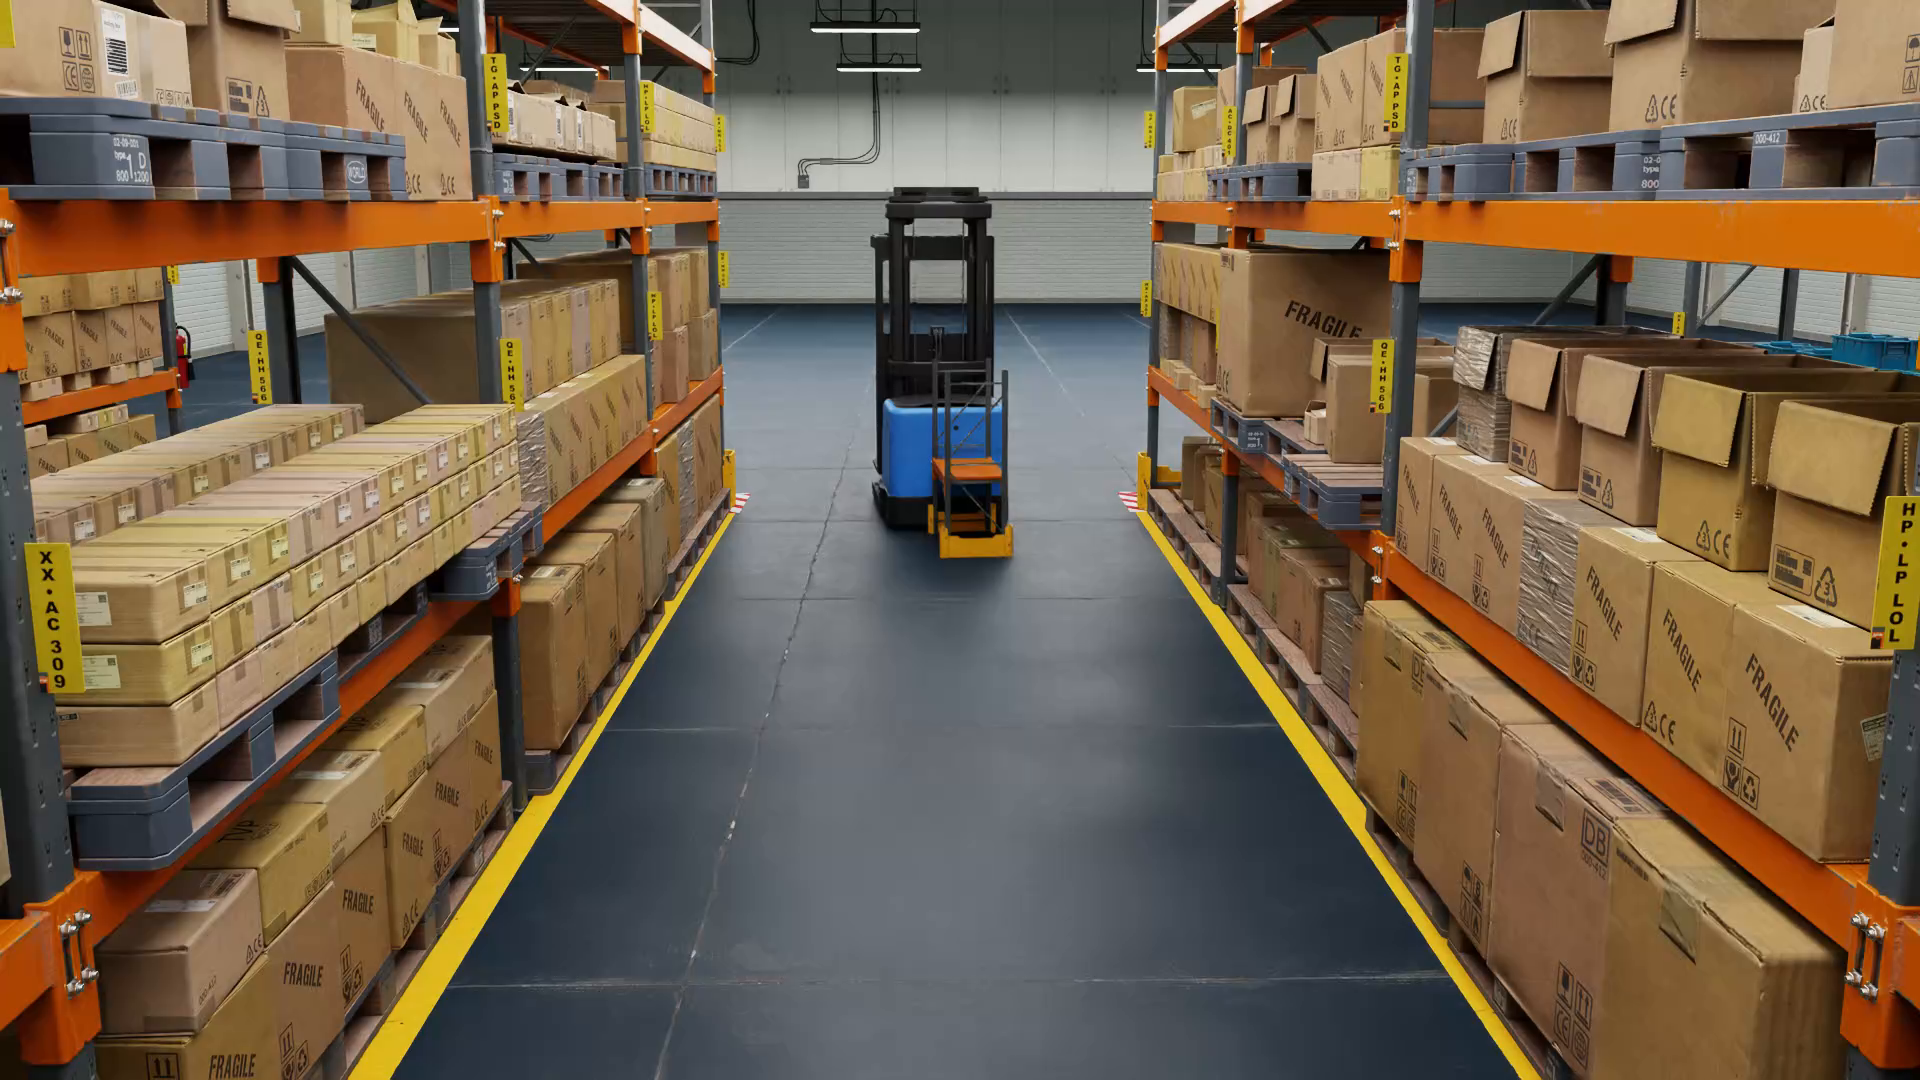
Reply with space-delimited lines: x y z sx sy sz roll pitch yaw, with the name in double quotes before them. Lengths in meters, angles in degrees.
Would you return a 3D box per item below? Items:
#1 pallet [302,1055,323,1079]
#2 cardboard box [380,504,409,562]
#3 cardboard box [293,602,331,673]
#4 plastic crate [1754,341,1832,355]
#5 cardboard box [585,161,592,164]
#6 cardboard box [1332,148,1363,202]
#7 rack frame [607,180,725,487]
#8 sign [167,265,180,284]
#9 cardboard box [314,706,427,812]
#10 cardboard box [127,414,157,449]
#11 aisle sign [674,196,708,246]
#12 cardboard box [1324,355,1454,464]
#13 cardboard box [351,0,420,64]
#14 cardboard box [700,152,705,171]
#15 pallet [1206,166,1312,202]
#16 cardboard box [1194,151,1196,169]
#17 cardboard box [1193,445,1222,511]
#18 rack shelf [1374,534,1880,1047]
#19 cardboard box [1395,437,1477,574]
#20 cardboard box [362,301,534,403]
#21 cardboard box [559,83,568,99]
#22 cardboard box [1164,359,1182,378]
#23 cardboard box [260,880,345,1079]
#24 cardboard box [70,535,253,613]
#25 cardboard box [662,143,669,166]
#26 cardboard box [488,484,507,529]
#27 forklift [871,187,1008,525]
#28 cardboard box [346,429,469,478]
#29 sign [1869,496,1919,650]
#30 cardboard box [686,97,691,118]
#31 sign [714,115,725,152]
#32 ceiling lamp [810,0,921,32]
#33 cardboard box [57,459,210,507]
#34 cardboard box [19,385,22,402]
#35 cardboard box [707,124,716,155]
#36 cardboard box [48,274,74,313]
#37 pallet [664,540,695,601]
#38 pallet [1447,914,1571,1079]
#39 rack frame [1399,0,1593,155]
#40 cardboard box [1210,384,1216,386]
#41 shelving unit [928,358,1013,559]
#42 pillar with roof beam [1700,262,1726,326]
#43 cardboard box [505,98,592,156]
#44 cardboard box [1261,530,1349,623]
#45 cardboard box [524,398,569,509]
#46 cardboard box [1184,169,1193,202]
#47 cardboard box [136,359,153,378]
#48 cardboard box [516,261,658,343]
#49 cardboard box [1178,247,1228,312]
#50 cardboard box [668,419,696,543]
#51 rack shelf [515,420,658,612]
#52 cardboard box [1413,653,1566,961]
"pallet" -2.478 1.806 4.625 1.003 0.211 1.213 0 11 -1
"cardboard box" -2.043 -0.025 5.466 0.380 0.149 0.250 0 11 -2
"cardboard box" -2.025 0.277 4.726 0.380 0.149 0.250 0 11 -1
"plastic crate" 7.514 -1.640 14.975 0.499 0.251 0.616 0 11 -1
"cardboard box" -2.974 -2.871 12.444 0.380 0.149 0.250 0 11 0
"cardboard box" 2.140 -1.790 8.169 0.500 0.250 0.500 0 11 -1
"rack frame" -2.708 -1.791 15.343 1.000 3.000 0.127 0 11 -1
"sign" -7.100 -2.471 14.989 0.100 0.325 0.005 0 11 -1
"cardboard box" -2.250 0.787 5.979 0.500 0.250 0.500 0 11 0
"cardboard box" -7.378 -0.818 14.521 0.500 0.500 0.500 0 11 -1
"aisle sign" -2.409 -3.080 15.160 0.394 0.787 0.004 0 11 -1
"cardboard box" 2.256 -0.674 8.527 0.700 0.500 0.500 1 12 7
"cardboard box" -2.249 -1.914 6.227 0.396 0.266 0.258 0 11 -1
"cardboard box" -2.347 -3.177 13.953 0.380 0.149 0.250 0 11 -1
"pallet" 2.242 -2.251 10.538 1.213 0.211 1.003 0 11 -1
"cardboard box" 2.072 -3.019 13.228 0.380 0.149 0.250 0 11 -2
"cardboard box" 2.296 -0.529 14.354 0.500 0.500 0.500 3 12 14
"rack shelf" 2.460 0.549 5.617 1.077 0.370 4.000 0 11 -1
"cardboard box" 2.156 -0.152 7.014 0.500 0.500 0.500 0 11 1
"cardboard box" -2.554 -0.930 8.330 0.700 0.500 0.500 0 11 -2
"cardboard box" -2.957 -3.110 11.619 0.380 0.149 0.250 0 11 -1
"cardboard box" 1.997 -1.511 14.594 0.380 0.149 0.250 0 11 -1
"cardboard box" -2.223 1.361 5.039 0.500 0.500 0.500 0 11 1
"cardboard box" -2.020 0.085 4.177 0.380 0.149 0.250 0 11 0
"cardboard box" -2.304 -2.772 11.960 0.380 0.149 0.250 0 11 -1
"cardboard box" -2.070 -0.138 6.770 0.380 0.149 0.250 0 11 -1
"forklift" -0.259 -1.805 15.585 1.130 2.935 3.031 -1 12 -6
"cardboard box" -2.057 -0.324 6.193 0.380 0.149 0.250 0 11 1
"sign" 1.959 0.070 3.459 0.100 0.325 0.005 0 11 -1
"cardboard box" -2.330 -3.415 13.121 0.380 0.149 0.250 0 11 -1
"sign" -2.165 -3.656 14.962 0.100 0.325 0.005 0 11 -1
"ceiling lamp" -1.719 -10.822 30.090 2.000 3.185 0.800 0 11 -1
"cardboard box" -2.697 -0.171 5.439 0.380 0.149 0.250 0 11 -2
"cardboard box" -7.358 -1.101 12.574 0.380 0.149 0.250 0 11 -1
"cardboard box" -2.418 -3.492 14.504 0.500 0.250 0.500 0 11 0
"cardboard box" -7.438 -2.033 13.023 0.700 0.500 0.500 0 11 -2
"pallet" -2.563 0.219 12.447 1.003 0.211 1.213 0 11 -1
"pallet" 2.382 1.565 5.816 1.003 0.211 1.213 0 11 -1
"rack frame" 2.418 -3.141 6.909 1.000 3.000 0.127 0 11 -1
"cardboard box" 2.107 -1.114 12.636 0.380 0.149 0.250 0 11 -1
"shelving unit" 0.073 -0.698 13.729 0.587 1.500 1.083 -1 12 -6
"pillar with roof beam" 13.189 -9.410 37.809 9.100 9.000 0.548 0 11 -1
"cardboard box" -2.369 -2.330 9.369 0.500 0.311 0.500 -1 11 -3
"cardboard box" 2.318 0.230 10.560 0.700 0.500 0.500 0 11 -2
"cardboard box" -2.295 -0.441 8.438 0.500 0.500 0.500 0 11 -2
"cardboard box" 2.044 -2.787 13.083 0.500 0.250 0.500 0 11 1
"cardboard box" -7.317 -1.504 14.560 0.380 0.149 0.250 0 11 -2
"cardboard box" -2.599 -1.672 11.663 0.875 0.550 0.550 0 11 -1
"cardboard box" 2.023 -2.067 13.191 0.500 0.500 0.500 0 11 -1
"cardboard box" -2.591 -0.465 13.094 0.875 0.875 0.875 0 11 -1
"rack shelf" -2.584 -0.246 9.535 1.077 0.370 4.000 0 11 -1
"cardboard box" 2.423 0.949 6.125 1.225 0.875 0.875 0 11 -1
